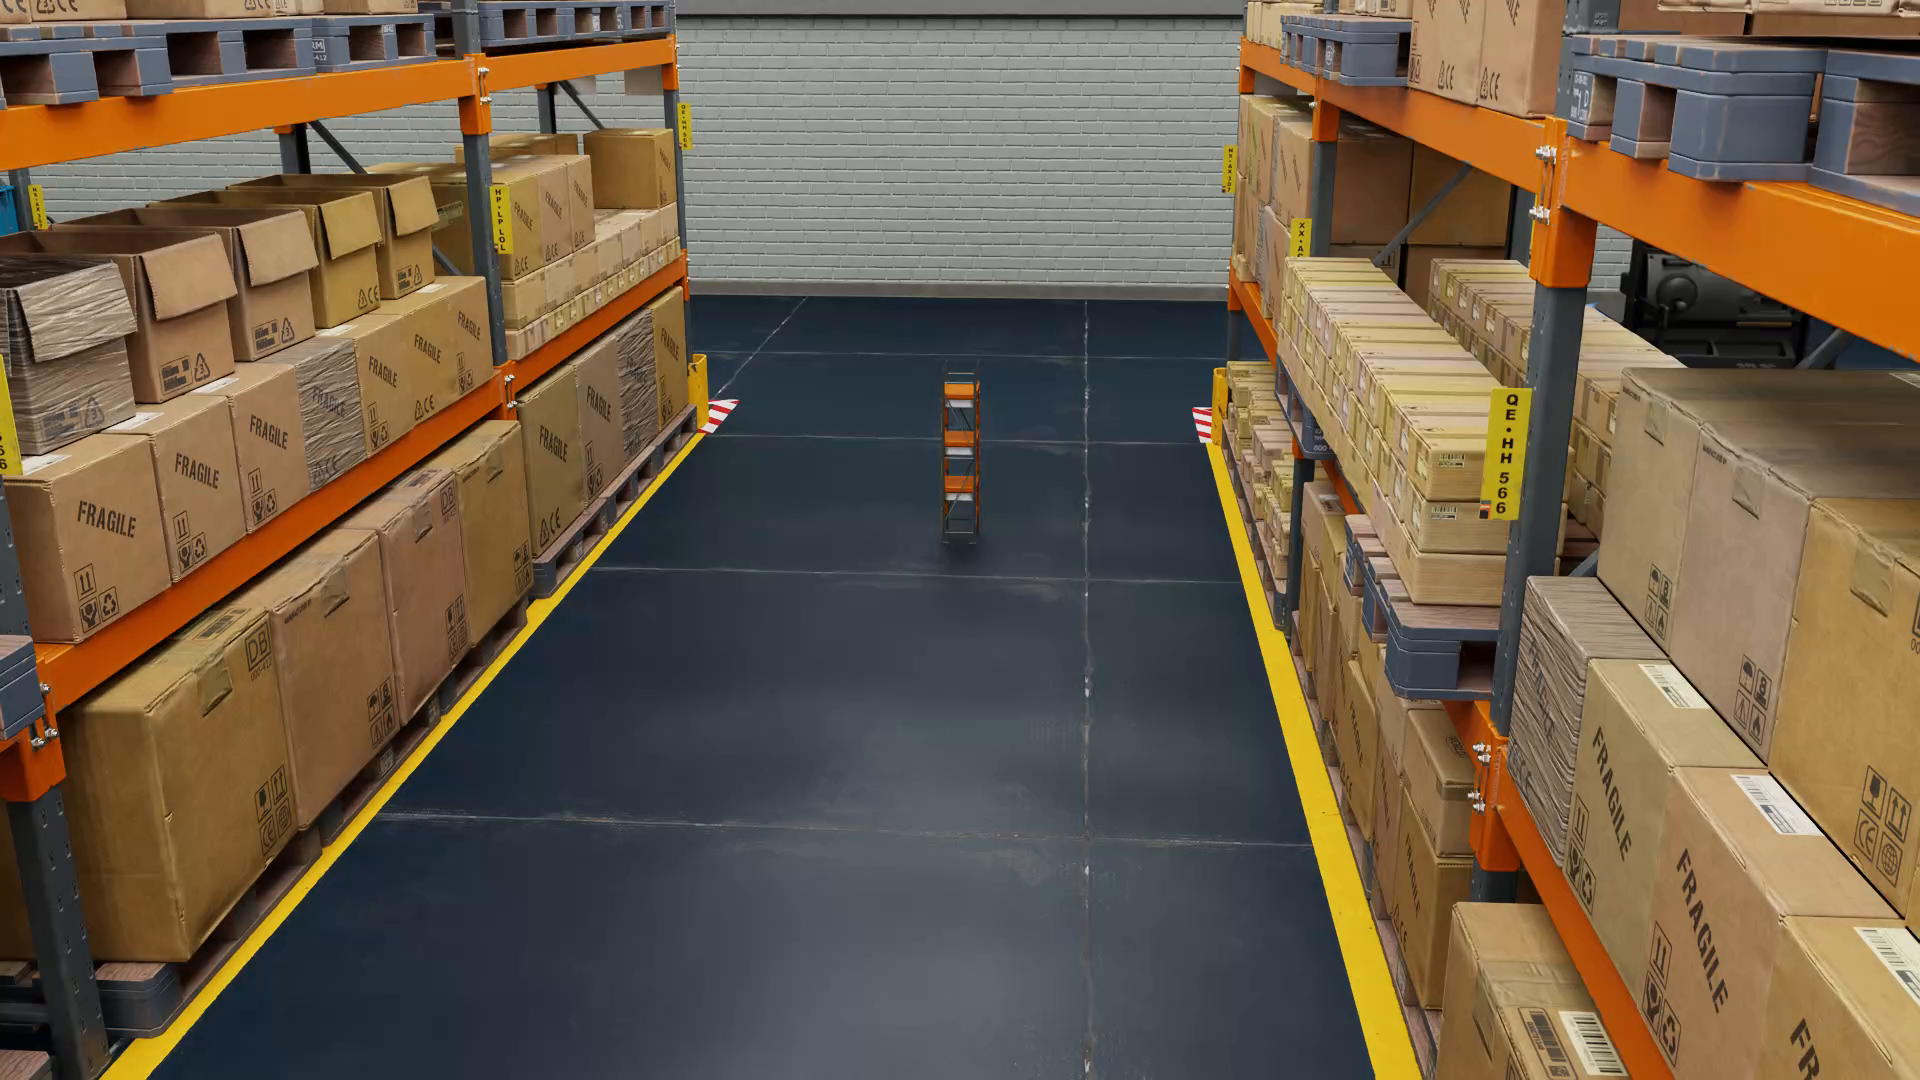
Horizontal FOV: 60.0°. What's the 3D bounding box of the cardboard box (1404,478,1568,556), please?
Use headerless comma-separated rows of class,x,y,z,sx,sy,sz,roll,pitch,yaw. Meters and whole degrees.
cardboard box,1.438,-0.068,4.566,0.380,0.149,0.250,2,18,5

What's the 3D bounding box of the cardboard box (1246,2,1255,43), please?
cardboard box,2.143,-3.388,10.870,0.500,0.250,0.500,2,18,6

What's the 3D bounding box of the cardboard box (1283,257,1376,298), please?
cardboard box,1.656,-1.176,7.469,0.380,0.149,0.250,2,18,7

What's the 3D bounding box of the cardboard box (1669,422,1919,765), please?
cardboard box,1.779,0.090,3.063,0.700,0.500,0.500,1,18,3

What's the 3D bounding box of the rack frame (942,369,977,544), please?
rack frame,-0.005,-0.478,9.695,0.200,1.050,0.008,1,18,4

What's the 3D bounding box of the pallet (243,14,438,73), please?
pallet,-2.813,-2.116,7.054,0.805,0.209,1.217,1,18,2

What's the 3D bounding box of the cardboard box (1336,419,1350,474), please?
cardboard box,1.530,-0.325,5.827,0.380,0.149,0.250,2,18,6

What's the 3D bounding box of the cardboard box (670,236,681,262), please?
cardboard box,-2.207,-2.073,11.834,0.380,0.149,0.250,2,18,5

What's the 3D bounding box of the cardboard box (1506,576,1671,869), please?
cardboard box,1.555,0.403,3.716,0.500,0.500,0.500,1,18,5

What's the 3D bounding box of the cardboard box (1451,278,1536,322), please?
cardboard box,2.270,-0.996,6.918,0.380,0.149,0.250,1,18,2

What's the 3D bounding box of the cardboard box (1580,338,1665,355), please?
cardboard box,2.175,-0.594,5.691,0.380,0.149,0.250,2,18,6

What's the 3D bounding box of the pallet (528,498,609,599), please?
pallet,-2.664,0.023,9.514,1.003,0.211,1.213,1,18,4

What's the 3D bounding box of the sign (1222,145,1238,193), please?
sign,1.889,-2.591,11.624,0.100,0.325,0.005,1,18,4

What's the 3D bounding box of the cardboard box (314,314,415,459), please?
cardboard box,-2.631,-0.648,6.922,0.500,0.500,0.500,1,18,3

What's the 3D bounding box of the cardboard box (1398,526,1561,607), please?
cardboard box,1.433,0.073,4.612,0.380,0.149,0.250,2,18,5

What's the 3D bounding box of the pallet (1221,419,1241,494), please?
pallet,2.331,-0.568,11.316,1.003,0.211,1.213,1,18,4

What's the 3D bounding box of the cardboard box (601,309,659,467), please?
cardboard box,-2.541,-1.017,10.946,0.875,0.875,0.875,1,18,4

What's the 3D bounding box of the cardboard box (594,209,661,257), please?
cardboard box,-2.317,-2.066,11.174,0.500,0.250,0.500,1,18,3

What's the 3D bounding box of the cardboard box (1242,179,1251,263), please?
cardboard box,2.109,-2.057,10.744,0.500,0.500,0.500,1,18,4

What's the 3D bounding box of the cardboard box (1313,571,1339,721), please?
cardboard box,1.789,0.451,7.070,0.500,0.500,0.500,2,18,6

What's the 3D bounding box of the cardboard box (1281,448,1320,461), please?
cardboard box,1.995,-0.406,9.293,0.380,0.149,0.250,2,18,6

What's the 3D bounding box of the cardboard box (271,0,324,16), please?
cardboard box,-2.965,-2.312,6.812,0.500,0.311,0.500,1,18,2

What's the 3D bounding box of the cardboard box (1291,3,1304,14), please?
cardboard box,1.956,-2.593,8.443,0.500,0.250,0.500,1,18,4

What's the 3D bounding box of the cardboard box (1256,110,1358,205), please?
cardboard box,2.011,-2.222,9.643,0.500,0.500,0.500,1,18,2

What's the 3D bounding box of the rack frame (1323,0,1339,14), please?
rack frame,2.143,-3.776,6.996,1.000,3.000,0.127,1,18,4

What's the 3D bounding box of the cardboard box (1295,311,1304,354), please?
cardboard box,1.621,-0.874,7.025,0.380,0.149,0.250,2,18,5

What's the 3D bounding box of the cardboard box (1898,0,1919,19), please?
cardboard box,1.512,-0.778,1.972,0.500,0.311,0.500,1,18,3

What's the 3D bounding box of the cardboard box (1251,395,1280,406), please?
cardboard box,2.043,-0.812,10.532,0.380,0.149,0.250,2,18,6

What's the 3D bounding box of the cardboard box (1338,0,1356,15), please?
cardboard box,2.006,-2.483,7.031,0.700,0.500,0.500,1,18,4

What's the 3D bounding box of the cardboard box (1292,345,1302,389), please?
cardboard box,1.620,-0.730,7.062,0.380,0.149,0.250,1,18,4

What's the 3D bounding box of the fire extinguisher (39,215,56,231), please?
fire extinguisher,-6.986,-2.243,12.675,0.296,0.674,0.183,1,18,4

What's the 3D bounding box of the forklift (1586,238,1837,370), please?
forklift,4.642,-1.543,9.926,1.130,2.935,3.031,2,18,5

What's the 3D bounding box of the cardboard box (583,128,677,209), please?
cardboard box,-2.283,-2.579,11.536,0.500,0.500,0.500,2,18,5

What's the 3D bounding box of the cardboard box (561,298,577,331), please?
cardboard box,-2.390,-1.278,9.409,0.380,0.149,0.250,1,18,2

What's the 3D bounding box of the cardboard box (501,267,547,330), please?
cardboard box,-2.502,-1.278,8.768,0.500,0.250,0.500,1,18,3

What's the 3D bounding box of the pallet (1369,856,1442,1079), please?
pallet,1.914,1.399,5.314,1.003,0.211,1.213,1,18,4

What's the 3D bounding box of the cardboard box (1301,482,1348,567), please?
cardboard box,1.827,-0.070,7.455,0.500,0.250,0.500,0,18,1

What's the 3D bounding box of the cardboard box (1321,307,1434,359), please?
cardboard box,1.564,-0.775,6.244,0.380,0.149,0.250,2,18,6

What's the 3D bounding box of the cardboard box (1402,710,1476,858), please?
cardboard box,1.644,0.730,5.012,0.500,0.250,0.500,1,18,3

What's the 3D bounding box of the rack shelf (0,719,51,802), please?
rack shelf,-3.227,1.138,2.789,1.077,0.370,4.000,1,18,4

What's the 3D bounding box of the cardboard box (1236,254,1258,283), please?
cardboard box,2.030,-1.793,10.981,0.380,0.149,0.250,1,18,2

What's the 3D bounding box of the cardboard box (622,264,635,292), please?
cardboard box,-2.297,-1.675,10.620,0.380,0.149,0.250,1,18,4

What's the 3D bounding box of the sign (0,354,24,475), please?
sign,-2.542,-0.329,4.377,0.100,0.325,0.005,1,18,4

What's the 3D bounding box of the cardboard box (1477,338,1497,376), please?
cardboard box,2.238,-0.694,6.476,0.380,0.149,0.250,0,18,1

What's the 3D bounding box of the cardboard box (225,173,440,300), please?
cardboard box,-2.834,-1.393,7.586,0.797,0.503,0.637,1,18,2

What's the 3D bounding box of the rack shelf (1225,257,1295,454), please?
rack shelf,2.287,-1.205,9.938,1.077,0.370,4.000,1,18,4

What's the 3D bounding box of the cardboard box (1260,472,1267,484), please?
cardboard box,1.991,-0.301,9.927,0.380,0.149,0.250,2,18,5

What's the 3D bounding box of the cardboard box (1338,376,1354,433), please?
cardboard box,1.528,-0.469,5.788,0.380,0.149,0.250,2,18,5

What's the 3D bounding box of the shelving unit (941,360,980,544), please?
shelving unit,0.004,-0.516,9.810,0.215,1.050,0.252,1,18,4

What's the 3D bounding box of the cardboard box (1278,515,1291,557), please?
cardboard box,1.849,-0.017,8.583,0.380,0.149,0.250,2,18,5

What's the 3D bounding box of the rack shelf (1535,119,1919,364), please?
rack shelf,1.713,-0.146,1.888,1.077,0.370,4.000,1,18,4

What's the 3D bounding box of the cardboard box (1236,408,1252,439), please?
cardboard box,2.004,-0.758,10.845,0.380,0.149,0.250,2,18,6

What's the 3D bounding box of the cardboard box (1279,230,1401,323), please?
cardboard box,1.896,-1.271,8.346,0.500,0.500,0.500,1,18,4

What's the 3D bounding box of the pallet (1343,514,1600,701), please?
pallet,1.801,0.184,4.852,1.213,0.211,1.003,1,18,4

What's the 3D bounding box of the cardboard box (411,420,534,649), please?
cardboard box,-2.823,-0.058,8.021,1.225,0.875,0.875,1,18,4

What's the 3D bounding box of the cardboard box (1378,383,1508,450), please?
cardboard box,1.473,-0.368,5.002,0.380,0.149,0.250,2,18,6

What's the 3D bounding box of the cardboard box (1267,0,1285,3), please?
cardboard box,2.020,-3.153,9.349,0.500,0.250,0.500,1,18,2

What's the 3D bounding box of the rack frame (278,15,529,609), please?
rack frame,-2.797,-1.068,8.364,1.000,3.000,0.127,1,18,4
